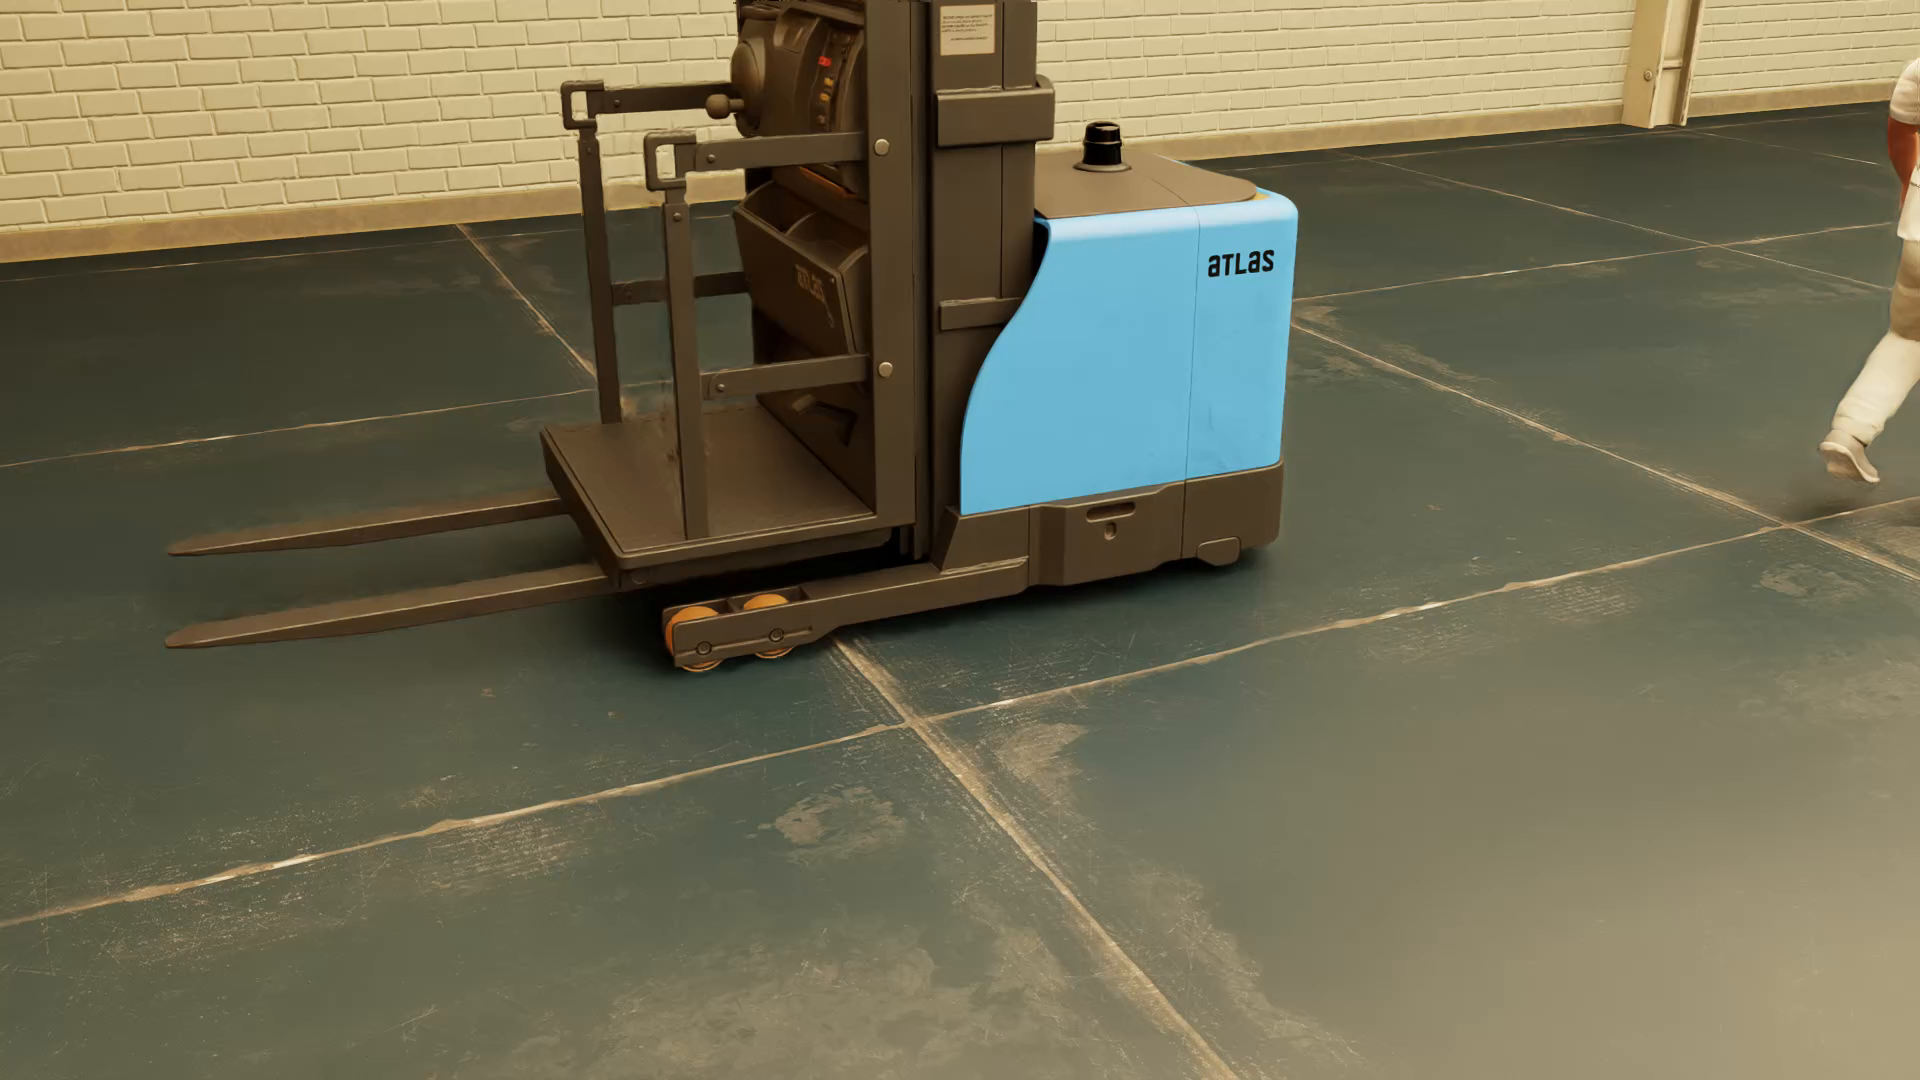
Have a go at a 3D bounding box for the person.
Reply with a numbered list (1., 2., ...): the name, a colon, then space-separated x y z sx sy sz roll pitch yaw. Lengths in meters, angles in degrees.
1. person: 3.061 -0.893 5.010 0.576 1.730 0.792 -12 25 -26

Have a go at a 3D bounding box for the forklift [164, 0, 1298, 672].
1. forklift: -0.615 -1.243 4.279 3.031 2.935 1.130 -9 24 -21
